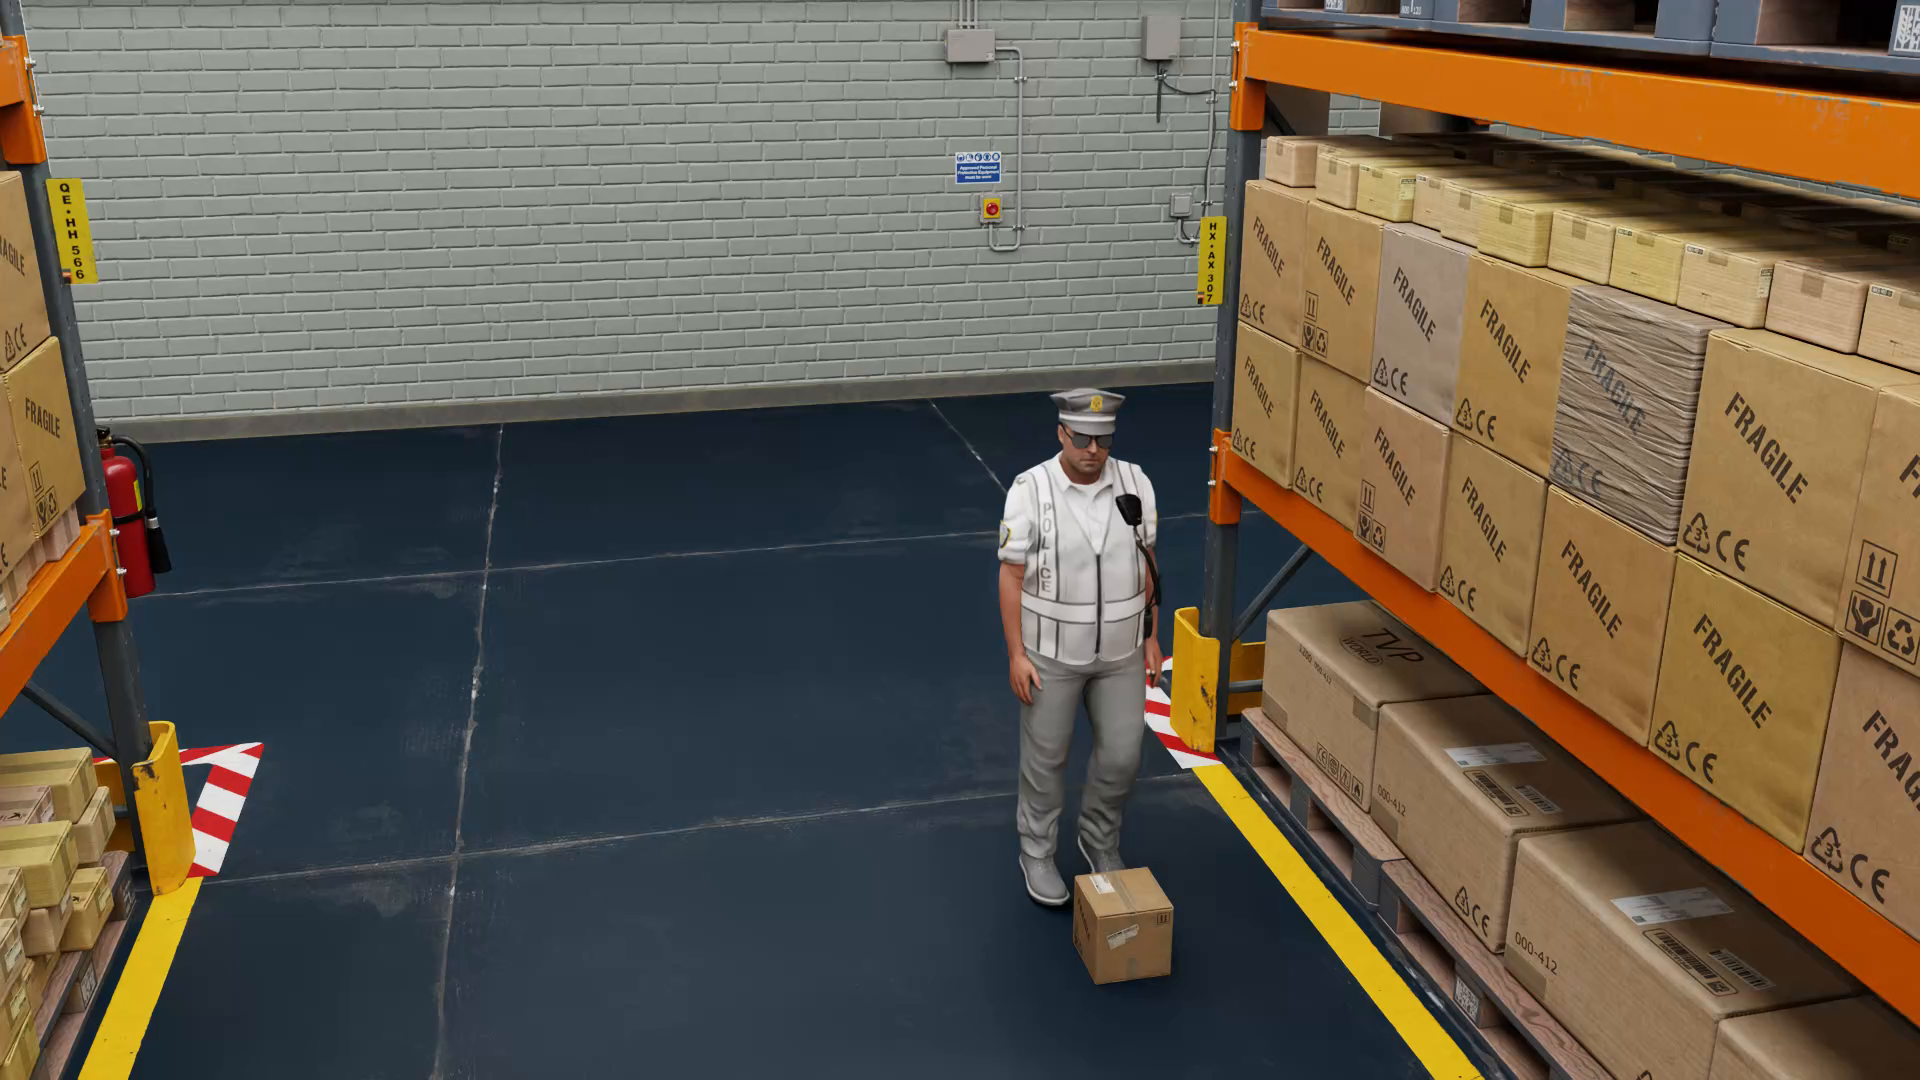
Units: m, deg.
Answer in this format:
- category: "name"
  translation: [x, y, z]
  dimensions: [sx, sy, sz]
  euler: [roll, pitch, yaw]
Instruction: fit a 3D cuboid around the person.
- category: "person"
  translation: [0.407, 0.378, 5.531]
  dimensions: [0.559, 1.814, 0.394]
  euler: [-4, 20, -12]
